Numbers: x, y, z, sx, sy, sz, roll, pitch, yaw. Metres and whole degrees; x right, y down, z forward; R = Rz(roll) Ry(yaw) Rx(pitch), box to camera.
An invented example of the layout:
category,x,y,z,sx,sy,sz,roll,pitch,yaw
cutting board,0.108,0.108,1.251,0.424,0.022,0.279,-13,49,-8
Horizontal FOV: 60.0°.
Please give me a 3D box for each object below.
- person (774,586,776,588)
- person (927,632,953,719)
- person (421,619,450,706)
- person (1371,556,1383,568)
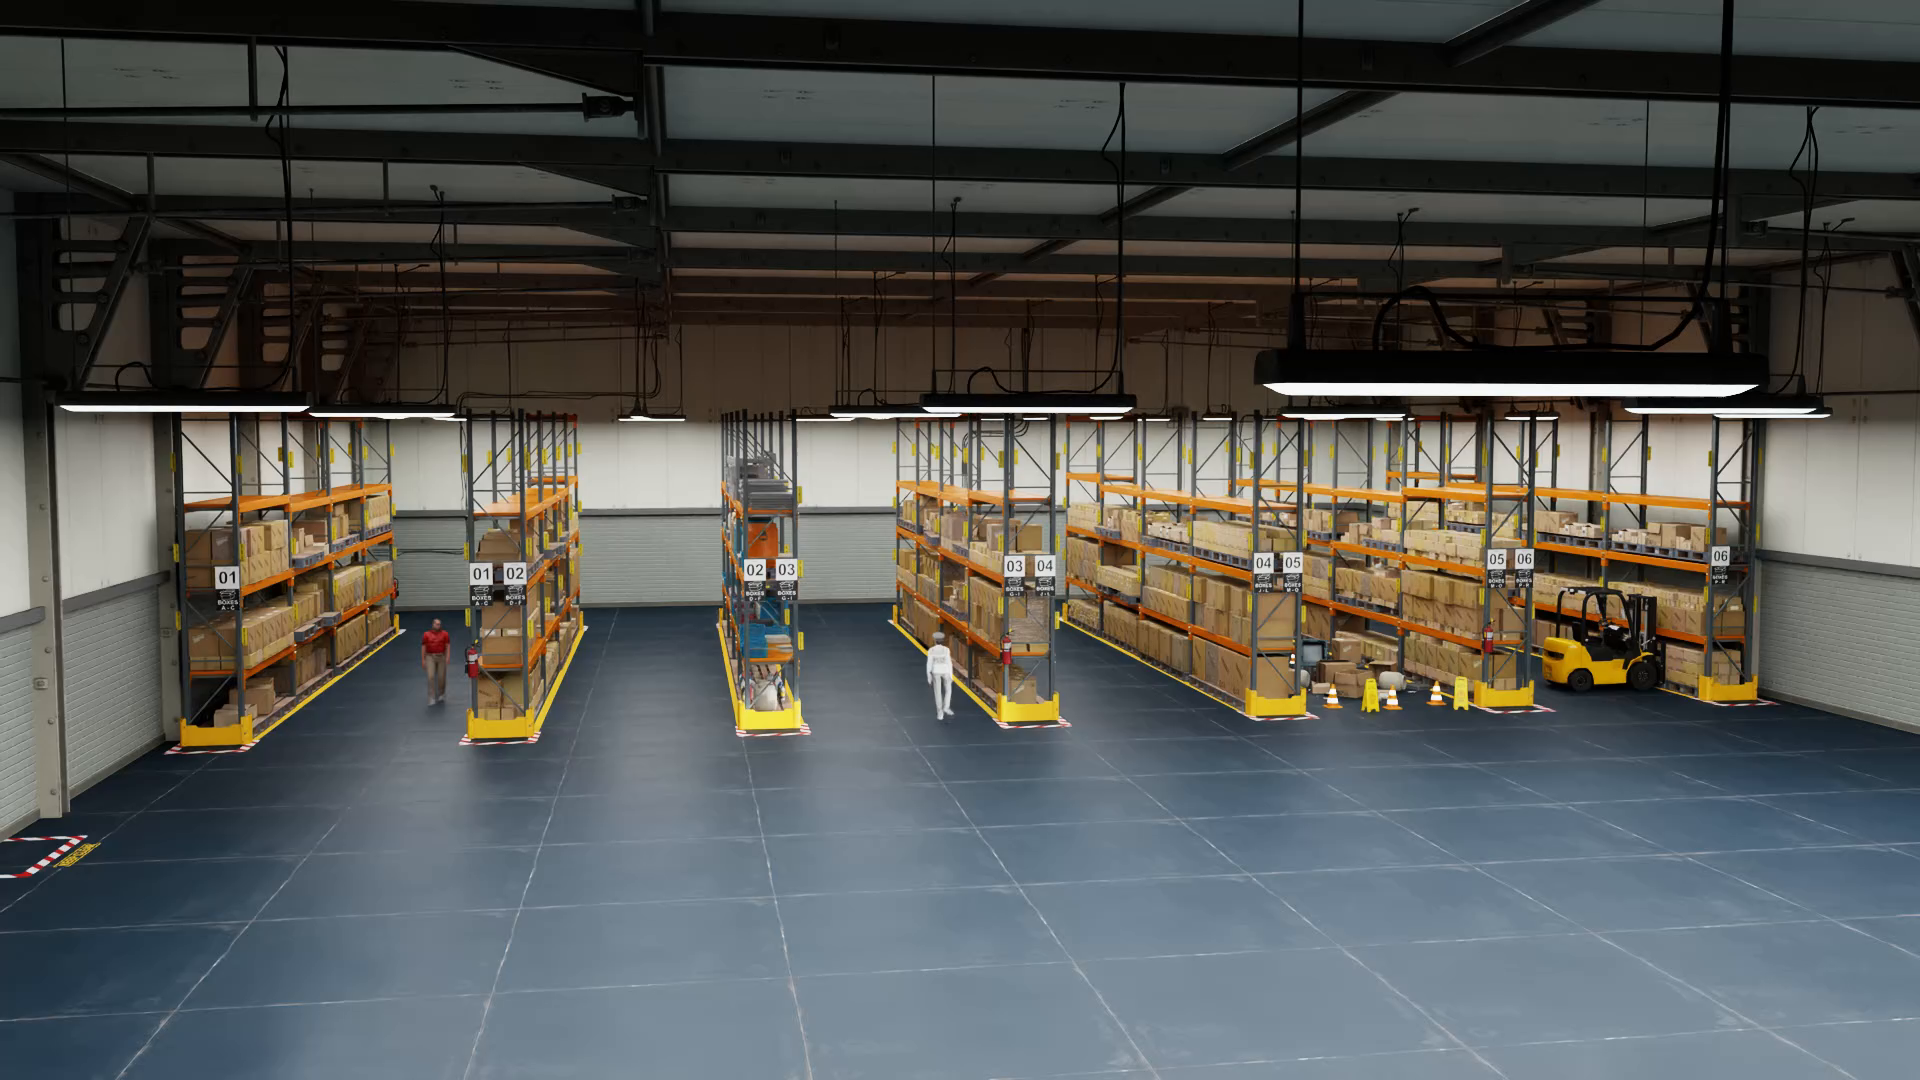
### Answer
category,x,y,z,sx,sy,sz,roll,pitch,yaw
person,-5.246,1.516,48.866,0.488,1.566,1.069,-2,4,-24
person,-0.387,2.628,32.254,0.524,1.677,0.461,0,4,0
person,-10.742,2.503,34.159,0.566,1.734,0.753,-2,4,-24
person,12.912,1.265,51.386,1.017,1.750,0.549,-1,4,-12
